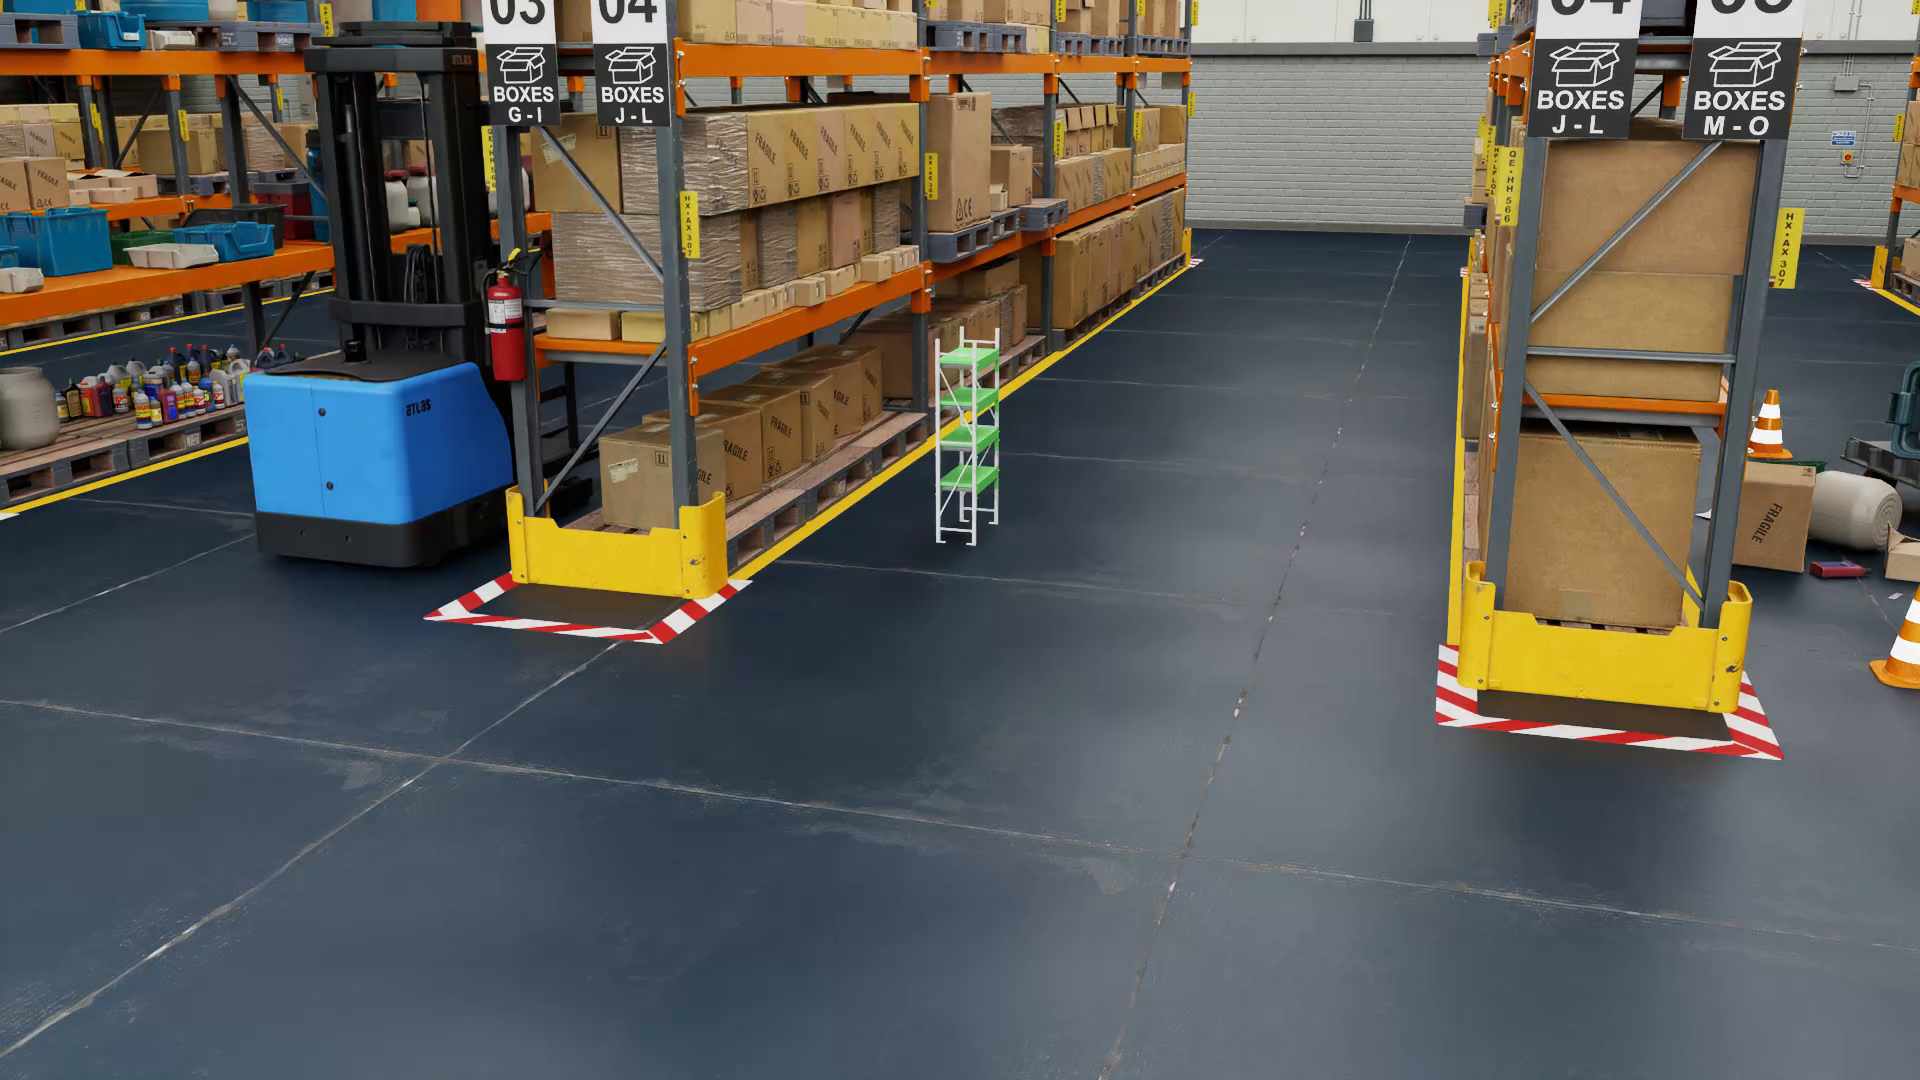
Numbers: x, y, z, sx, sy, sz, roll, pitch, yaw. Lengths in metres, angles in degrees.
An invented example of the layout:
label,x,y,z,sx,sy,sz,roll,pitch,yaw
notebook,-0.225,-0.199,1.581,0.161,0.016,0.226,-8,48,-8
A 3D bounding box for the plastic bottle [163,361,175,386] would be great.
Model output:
label,x,y,z,sx,sy,sz,roll,pitch,yaw
plastic bottle,-6.169,-1.257,12.958,0.097,0.271,0.097,0,16,0

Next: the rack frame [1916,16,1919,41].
label,x,y,z,sx,sy,sz,roll,pitch,yaw
rack frame,12.178,-7.501,19.784,1.000,3.000,0.127,5,16,16

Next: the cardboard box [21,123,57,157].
label,x,y,z,sx,sy,sz,roll,pitch,yaw
cardboard box,-12.732,-5.415,22.660,0.500,0.500,0.500,5,17,16

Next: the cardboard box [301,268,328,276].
label,x,y,z,sx,sy,sz,roll,pitch,yaw
cardboard box,-8.256,-3.571,20.696,0.500,0.500,0.500,4,16,14

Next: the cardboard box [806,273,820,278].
label,x,y,z,sx,sy,sz,roll,pitch,yaw
cardboard box,-1.097,-1.593,10.409,0.380,0.149,0.250,5,16,16

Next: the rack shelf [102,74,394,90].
label,x,y,z,sx,sy,sz,roll,pitch,yaw
rack shelf,-8.525,-5.680,20.178,1.077,0.370,4.000,5,16,16

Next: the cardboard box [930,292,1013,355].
label,x,y,z,sx,sy,sz,roll,pitch,yaw
cardboard box,0.087,-1.976,15.075,0.700,0.500,0.500,3,16,11

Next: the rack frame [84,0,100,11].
label,x,y,z,sx,sy,sz,roll,pitch,yaw
rack frame,-9.093,-6.946,17.826,1.000,3.000,0.127,5,16,16

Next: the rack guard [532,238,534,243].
label,x,y,z,sx,sy,sz,roll,pitch,yaw
rack guard,-6.841,-4.930,26.294,1.175,0.500,0.348,5,16,16

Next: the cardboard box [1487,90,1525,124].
label,x,y,z,sx,sy,sz,roll,pitch,yaw
cardboard box,6.141,-4.742,18.490,0.500,0.500,0.500,4,16,14

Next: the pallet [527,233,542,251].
label,x,y,z,sx,sy,sz,roll,pitch,yaw
pallet,-7.067,-4.582,25.598,1.003,0.211,1.213,5,16,16

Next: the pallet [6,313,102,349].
label,x,y,z,sx,sy,sz,roll,pitch,yaw
pallet,-9.713,-2.187,17.154,1.003,0.211,1.213,5,16,16

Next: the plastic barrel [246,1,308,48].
label,x,y,z,sx,sy,sz,roll,pitch,yaw
plastic barrel,-5.545,-4.462,13.648,0.600,0.901,0.708,5,16,16

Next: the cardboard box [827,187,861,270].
label,x,y,z,sx,sy,sz,roll,pitch,yaw
cardboard box,-1.142,-2.055,10.850,0.875,0.500,0.500,5,16,16

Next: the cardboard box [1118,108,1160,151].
label,x,y,z,sx,sy,sz,roll,pitch,yaw
cardboard box,2.212,-5.139,20.805,0.500,0.500,0.500,4,16,14

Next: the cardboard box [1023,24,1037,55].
label,x,y,z,sx,sy,sz,roll,pitch,yaw
cardboard box,0.376,-4.387,14.577,0.500,0.250,0.500,5,16,16

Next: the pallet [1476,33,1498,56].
label,x,y,z,sx,sy,sz,roll,pitch,yaw
pallet,5.698,-4.854,16.291,1.213,0.211,1.003,5,16,16

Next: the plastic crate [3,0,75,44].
label,x,y,z,sx,sy,sz,roll,pitch,yaw
plastic crate,-6.365,-3.539,11.342,0.392,0.384,0.575,5,16,16

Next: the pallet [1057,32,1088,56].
label,x,y,z,sx,sy,sz,roll,pitch,yaw
pallet,0.536,-4.815,16.157,1.213,0.211,1.003,5,17,18

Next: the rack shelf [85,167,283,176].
label,x,y,z,sx,sy,sz,roll,pitch,yaw
rack shelf,-12.139,-5.666,25.628,1.077,0.370,4.000,5,16,16

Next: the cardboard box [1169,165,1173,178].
label,x,y,z,sx,sy,sz,roll,pitch,yaw
cardboard box,2.603,-4.876,21.985,0.380,0.149,0.250,4,16,15

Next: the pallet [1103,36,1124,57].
label,x,y,z,sx,sy,sz,roll,pitch,yaw
pallet,1.327,-5.444,18.380,0.805,0.209,1.217,4,16,14

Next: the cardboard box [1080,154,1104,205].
label,x,y,z,sx,sy,sz,roll,pitch,yaw
cardboard box,1.233,-3.844,17.703,0.500,0.500,0.500,5,16,16

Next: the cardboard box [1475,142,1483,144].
label,x,y,z,sx,sy,sz,roll,pitch,yaw
cardboard box,5.420,-3.953,16.871,0.380,0.149,0.250,4,16,15

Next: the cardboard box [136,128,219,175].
label,x,y,z,sx,sy,sz,roll,pitch,yaw
cardboard box,-9.022,-4.483,19.185,0.700,0.500,0.500,-1,16,-3

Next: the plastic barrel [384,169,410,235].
label,x,y,z,sx,sy,sz,roll,pitch,yaw
plastic barrel,-5.000,-2.927,14.401,0.433,0.535,0.433,0,16,0

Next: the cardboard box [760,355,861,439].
label,x,y,z,sx,sy,sz,roll,pitch,yaw
cardboard box,-1.041,-0.991,11.638,0.500,0.500,0.500,11,19,33

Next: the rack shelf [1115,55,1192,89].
label,x,y,z,sx,sy,sz,roll,pitch,yaw
rack shelf,2.109,-5.957,21.156,1.077,0.370,4.000,5,16,16

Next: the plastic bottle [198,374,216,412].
label,x,y,z,sx,sy,sz,roll,pitch,yaw
plastic bottle,-5.621,-1.099,12.402,0.097,0.271,0.097,0,16,0

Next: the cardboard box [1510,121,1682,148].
label,x,y,z,sx,sy,sz,roll,pitch,yaw
cardboard box,3.526,-2.047,9.295,0.875,0.550,0.550,5,16,16

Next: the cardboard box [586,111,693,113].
label,x,y,z,sx,sy,sz,roll,pitch,yaw
cardboard box,-1.814,-2.164,9.400,0.500,0.500,0.500,5,16,16

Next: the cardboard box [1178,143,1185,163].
label,x,y,z,sx,sy,sz,roll,pitch,yaw
cardboard box,2.794,-5.307,22.772,0.500,0.250,0.500,4,16,15

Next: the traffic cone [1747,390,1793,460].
label,x,y,z,sx,sy,sz,roll,pitch,yaw
traffic cone,5.822,-0.846,11.964,0.336,0.463,0.334,5,16,16

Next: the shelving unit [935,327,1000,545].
label,x,y,z,sx,sy,sz,roll,pitch,yaw
shelving unit,0.047,-0.621,9.818,0.258,1.200,0.503,5,16,16

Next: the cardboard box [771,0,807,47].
label,x,y,z,sx,sy,sz,roll,pitch,yaw
cardboard box,-1.200,-2.939,9.472,0.500,0.250,0.500,5,16,16

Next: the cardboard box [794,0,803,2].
label,x,y,z,sx,sy,sz,roll,pitch,yaw
cardboard box,-1.141,-3.221,9.734,0.380,0.149,0.250,4,16,15

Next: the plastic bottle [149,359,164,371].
label,x,y,z,sx,sy,sz,roll,pitch,yaw
plastic bottle,-6.250,-1.264,12.962,0.061,0.283,0.133,5,17,18

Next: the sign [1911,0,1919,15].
label,x,y,z,sx,sy,sz,roll,pitch,yaw
sign,11.648,-6.561,20.220,0.100,0.325,0.005,5,16,16

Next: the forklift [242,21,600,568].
label,x,y,z,sx,sy,sz,roll,pitch,yaw
forklift,-3.001,-1.619,10.167,1.130,2.935,3.031,5,17,18

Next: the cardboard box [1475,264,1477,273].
label,x,y,z,sx,sy,sz,roll,pitch,yaw
cardboard box,6.117,-3.078,19.094,0.380,0.149,0.250,4,16,13

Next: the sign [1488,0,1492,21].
label,x,y,z,sx,sy,sz,roll,pitch,yaw
sign,6.884,-6.878,21.482,0.100,0.325,0.005,5,16,16

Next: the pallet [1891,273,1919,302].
label,x,y,z,sx,sy,sz,roll,pitch,yaw
pallet,12.026,-3.058,20.224,1.003,0.211,1.213,5,16,16

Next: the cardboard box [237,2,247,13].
label,x,y,z,sx,sy,sz,roll,pitch,yaw
cardboard box,-8.673,-6.412,19.426,0.500,0.500,0.500,5,16,16

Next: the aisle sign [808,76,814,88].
label,x,y,z,sx,sy,sz,roll,pitch,yaw
aisle sign,-2.336,-7.060,24.459,0.394,0.787,0.004,5,16,16

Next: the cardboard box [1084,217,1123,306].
label,x,y,z,sx,sy,sz,roll,pitch,yaw
cardboard box,1.125,-3.114,18.434,1.225,0.875,0.875,4,16,14

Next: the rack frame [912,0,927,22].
label,x,y,z,sx,sy,sz,roll,pitch,yaw
rack frame,-0.733,-5.130,11.424,1.000,3.000,0.127,5,16,16

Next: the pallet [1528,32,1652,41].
label,x,y,z,sx,sy,sz,roll,pitch,yaw
pallet,4.207,-3.427,11.270,0.805,0.209,1.217,4,16,14

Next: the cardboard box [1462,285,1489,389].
label,x,y,z,sx,sy,sz,roll,pitch,yaw
cardboard box,4.626,-1.618,13.389,1.050,0.750,0.750,5,17,17

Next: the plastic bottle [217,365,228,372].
label,x,y,z,sx,sy,sz,roll,pitch,yaw
plastic bottle,-5.640,-1.208,12.764,0.061,0.283,0.133,5,16,16

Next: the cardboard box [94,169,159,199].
label,x,y,z,sx,sy,sz,roll,pitch,yaw
cardboard box,-9.238,-3.925,18.333,0.500,0.311,0.500,6,17,19

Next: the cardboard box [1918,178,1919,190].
label,x,y,z,sx,sy,sz,roll,pitch,yaw
cardboard box,11.488,-4.293,19.286,0.500,0.500,0.500,5,16,16

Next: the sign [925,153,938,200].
label,x,y,z,sx,sy,sz,roll,pitch,yaw
sign,-0.211,-2.620,11.984,0.100,0.325,0.005,5,16,16

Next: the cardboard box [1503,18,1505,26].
label,x,y,z,sx,sy,sz,roll,pitch,yaw
cardboard box,5.049,-4.539,14.657,0.500,0.500,0.500,5,16,16
